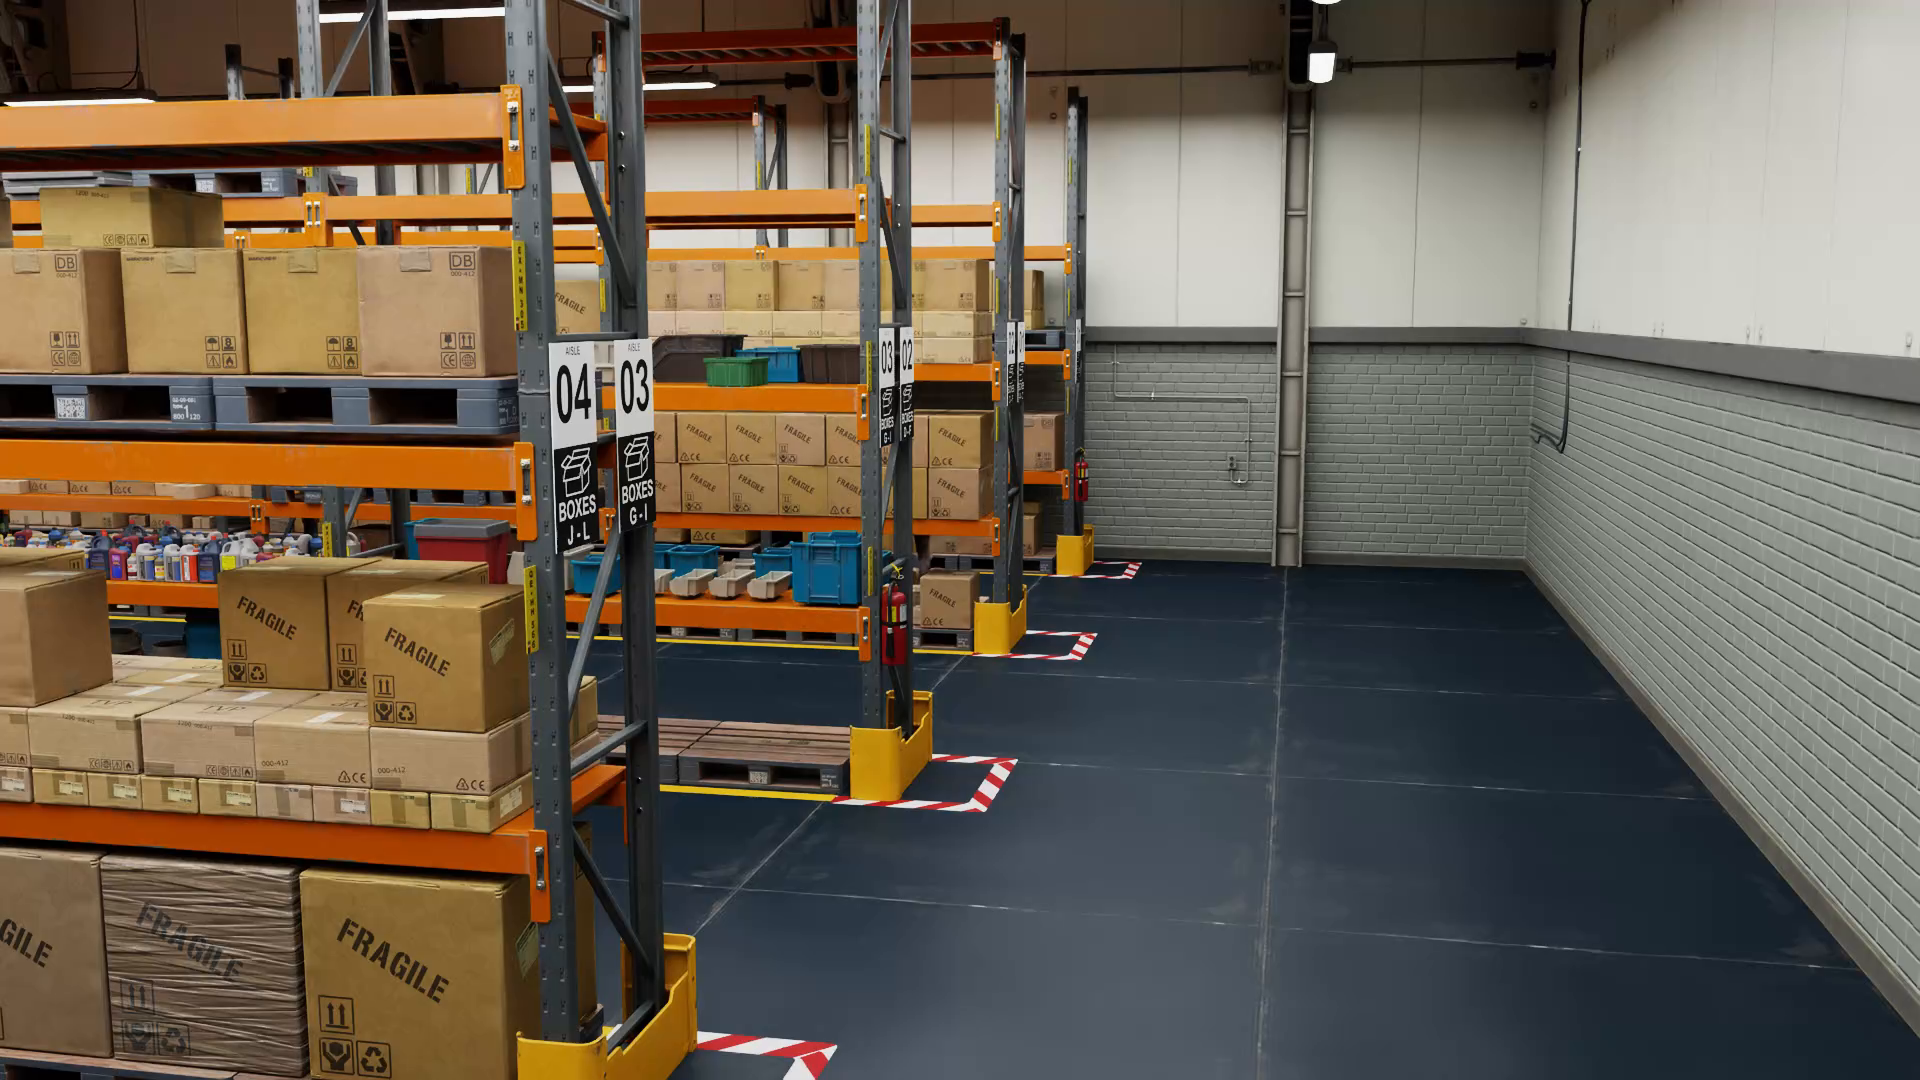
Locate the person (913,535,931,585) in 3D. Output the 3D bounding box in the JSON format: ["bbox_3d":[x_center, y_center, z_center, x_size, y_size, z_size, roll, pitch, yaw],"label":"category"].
[{"bbox_3d":[-0.574,-0.190,19.344,0.565,1.755,0.526,0,8,1],"label":"person"}]
